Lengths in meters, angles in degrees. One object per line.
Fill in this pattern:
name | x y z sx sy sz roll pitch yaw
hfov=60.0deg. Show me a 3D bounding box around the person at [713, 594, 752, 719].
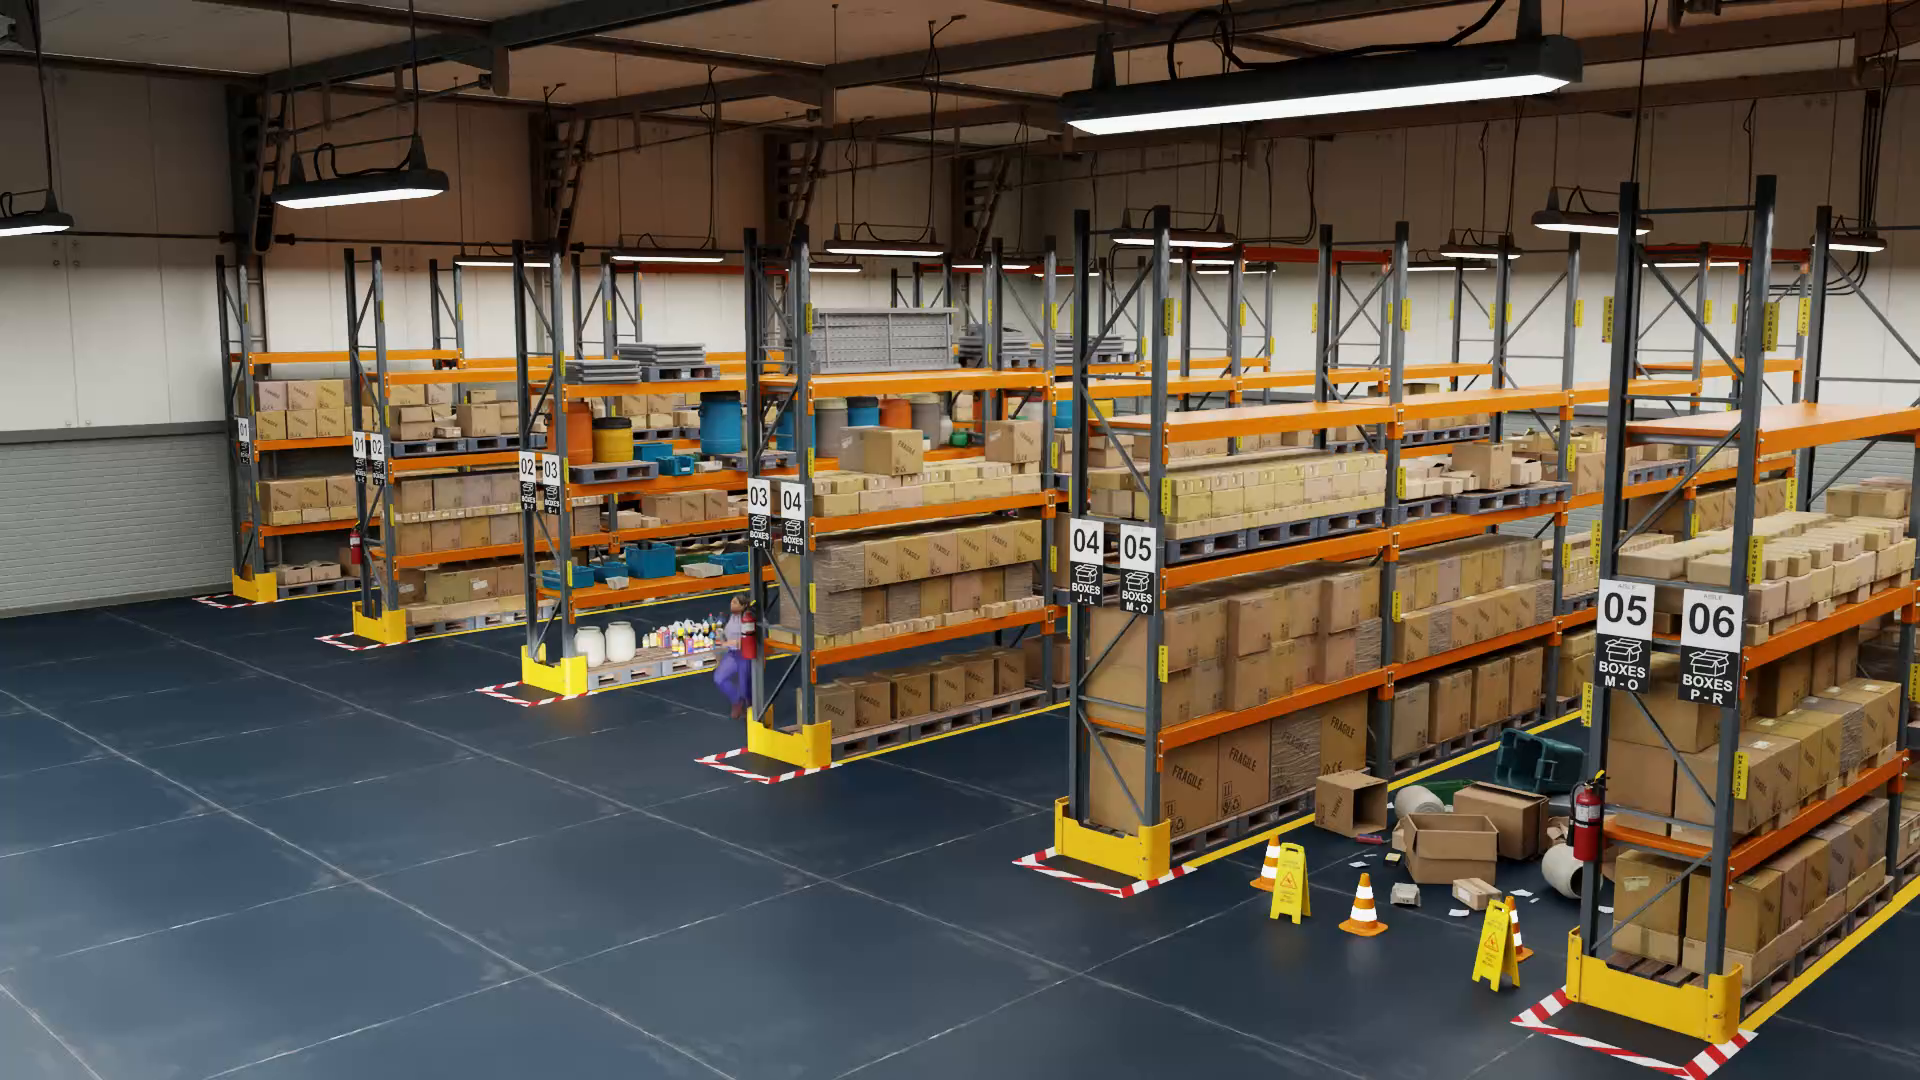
person | -2.705 1.495 20.596 0.597 1.519 0.667 8 11 44
